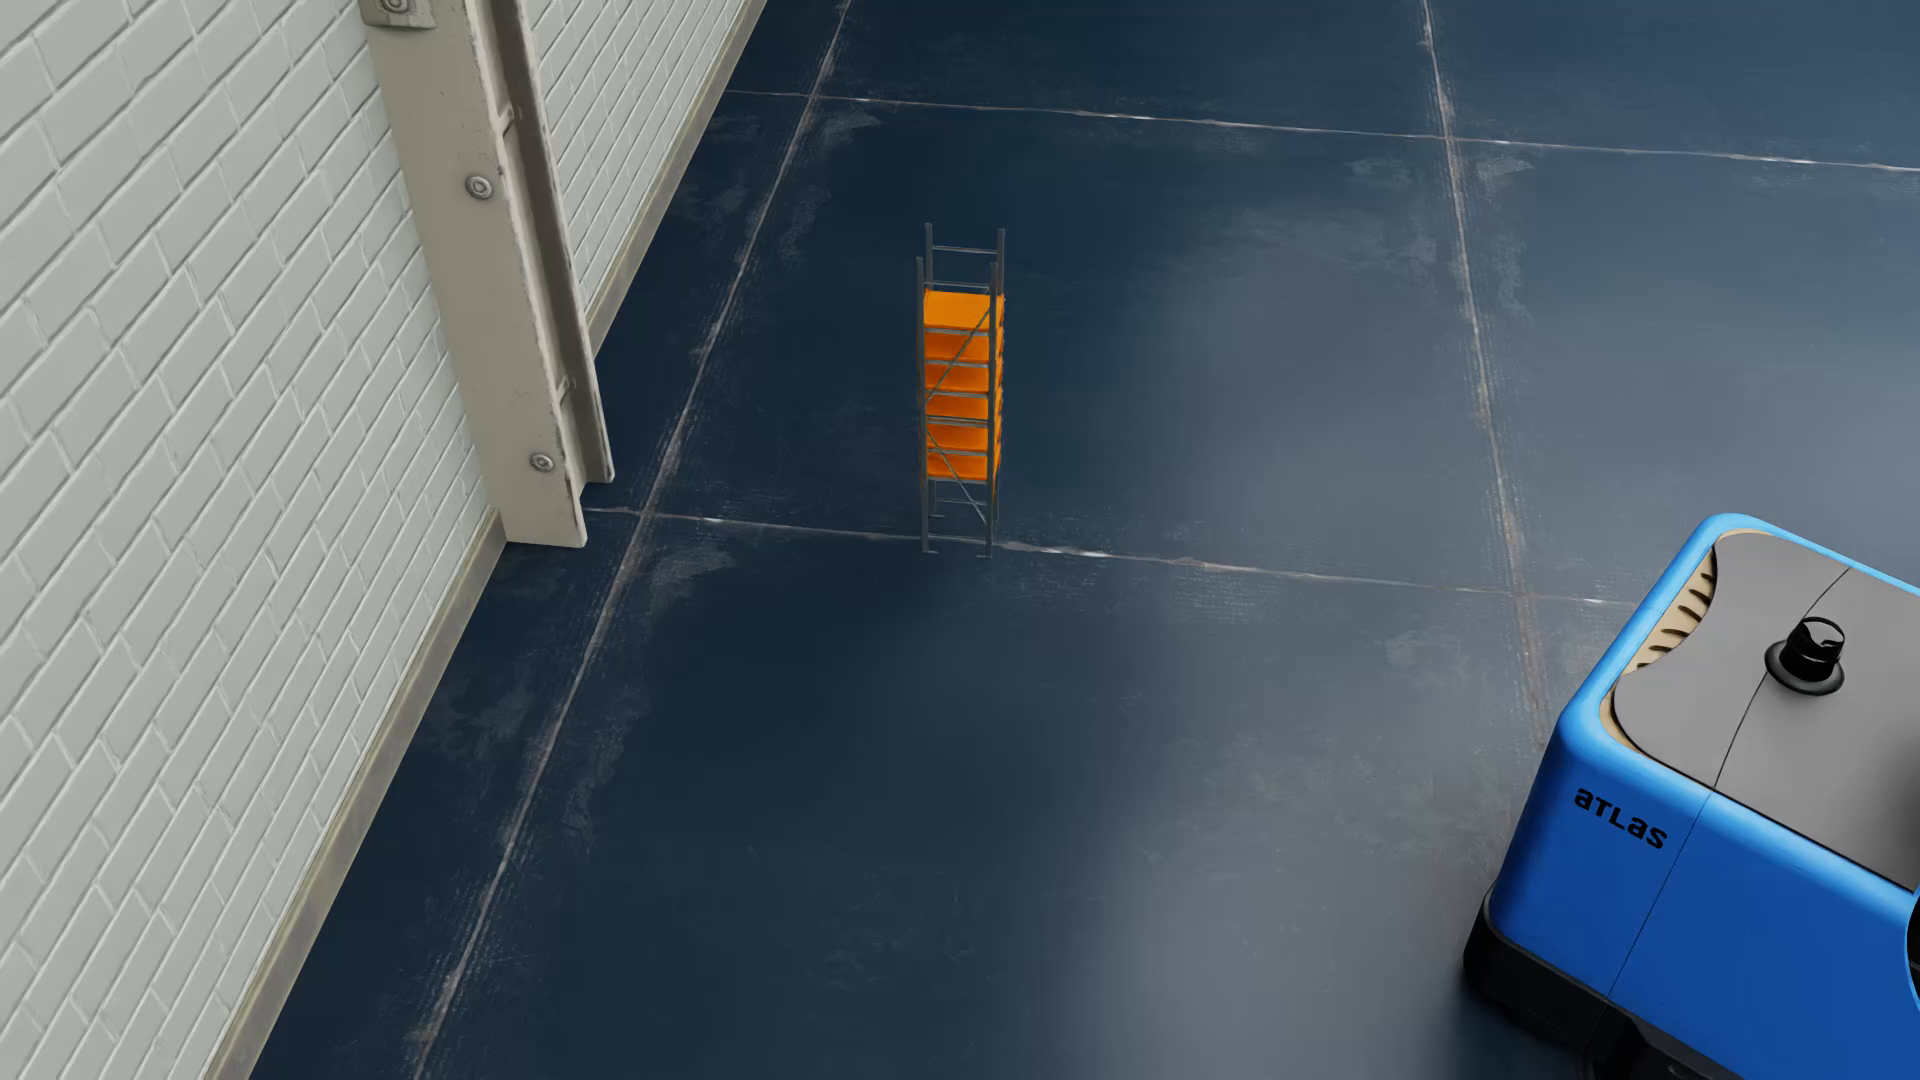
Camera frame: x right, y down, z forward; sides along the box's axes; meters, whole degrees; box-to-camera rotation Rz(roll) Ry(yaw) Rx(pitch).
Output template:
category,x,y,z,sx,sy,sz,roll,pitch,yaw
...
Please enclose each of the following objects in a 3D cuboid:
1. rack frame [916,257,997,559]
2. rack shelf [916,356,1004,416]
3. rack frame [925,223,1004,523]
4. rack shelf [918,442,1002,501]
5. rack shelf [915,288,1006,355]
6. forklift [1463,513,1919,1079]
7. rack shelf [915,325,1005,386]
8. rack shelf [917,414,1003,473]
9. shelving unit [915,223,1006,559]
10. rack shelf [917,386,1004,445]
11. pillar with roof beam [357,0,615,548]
category,x,y,z,sx,sy,sz,roll,pitch,yaw
rack frame,-0.010,-0.383,5.282,0.240,1.200,0.006,5,44,6
rack shelf,0.002,-0.500,5.296,0.258,0.103,0.180,5,44,6
rack frame,0.014,-0.508,5.414,0.240,1.200,0.006,5,44,6
rack shelf,0.002,-0.239,5.543,0.258,0.103,0.180,5,44,6
rack shelf,0.002,-0.675,5.131,0.258,0.103,0.180,5,44,6
forklift,2.806,0.520,3.069,3.031,2.935,1.130,29,51,27
rack shelf,0.002,-0.588,5.213,0.258,0.103,0.180,5,44,6
rack shelf,0.002,-0.326,5.461,0.258,0.103,0.180,5,44,6
shelving unit,0.002,-0.446,5.348,0.258,1.200,0.189,5,44,6
rack shelf,0.002,-0.413,5.378,0.258,0.103,0.180,5,44,6
pillar with roof beam,2.844,-2.998,2.371,9.100,9.000,0.400,5,44,6
